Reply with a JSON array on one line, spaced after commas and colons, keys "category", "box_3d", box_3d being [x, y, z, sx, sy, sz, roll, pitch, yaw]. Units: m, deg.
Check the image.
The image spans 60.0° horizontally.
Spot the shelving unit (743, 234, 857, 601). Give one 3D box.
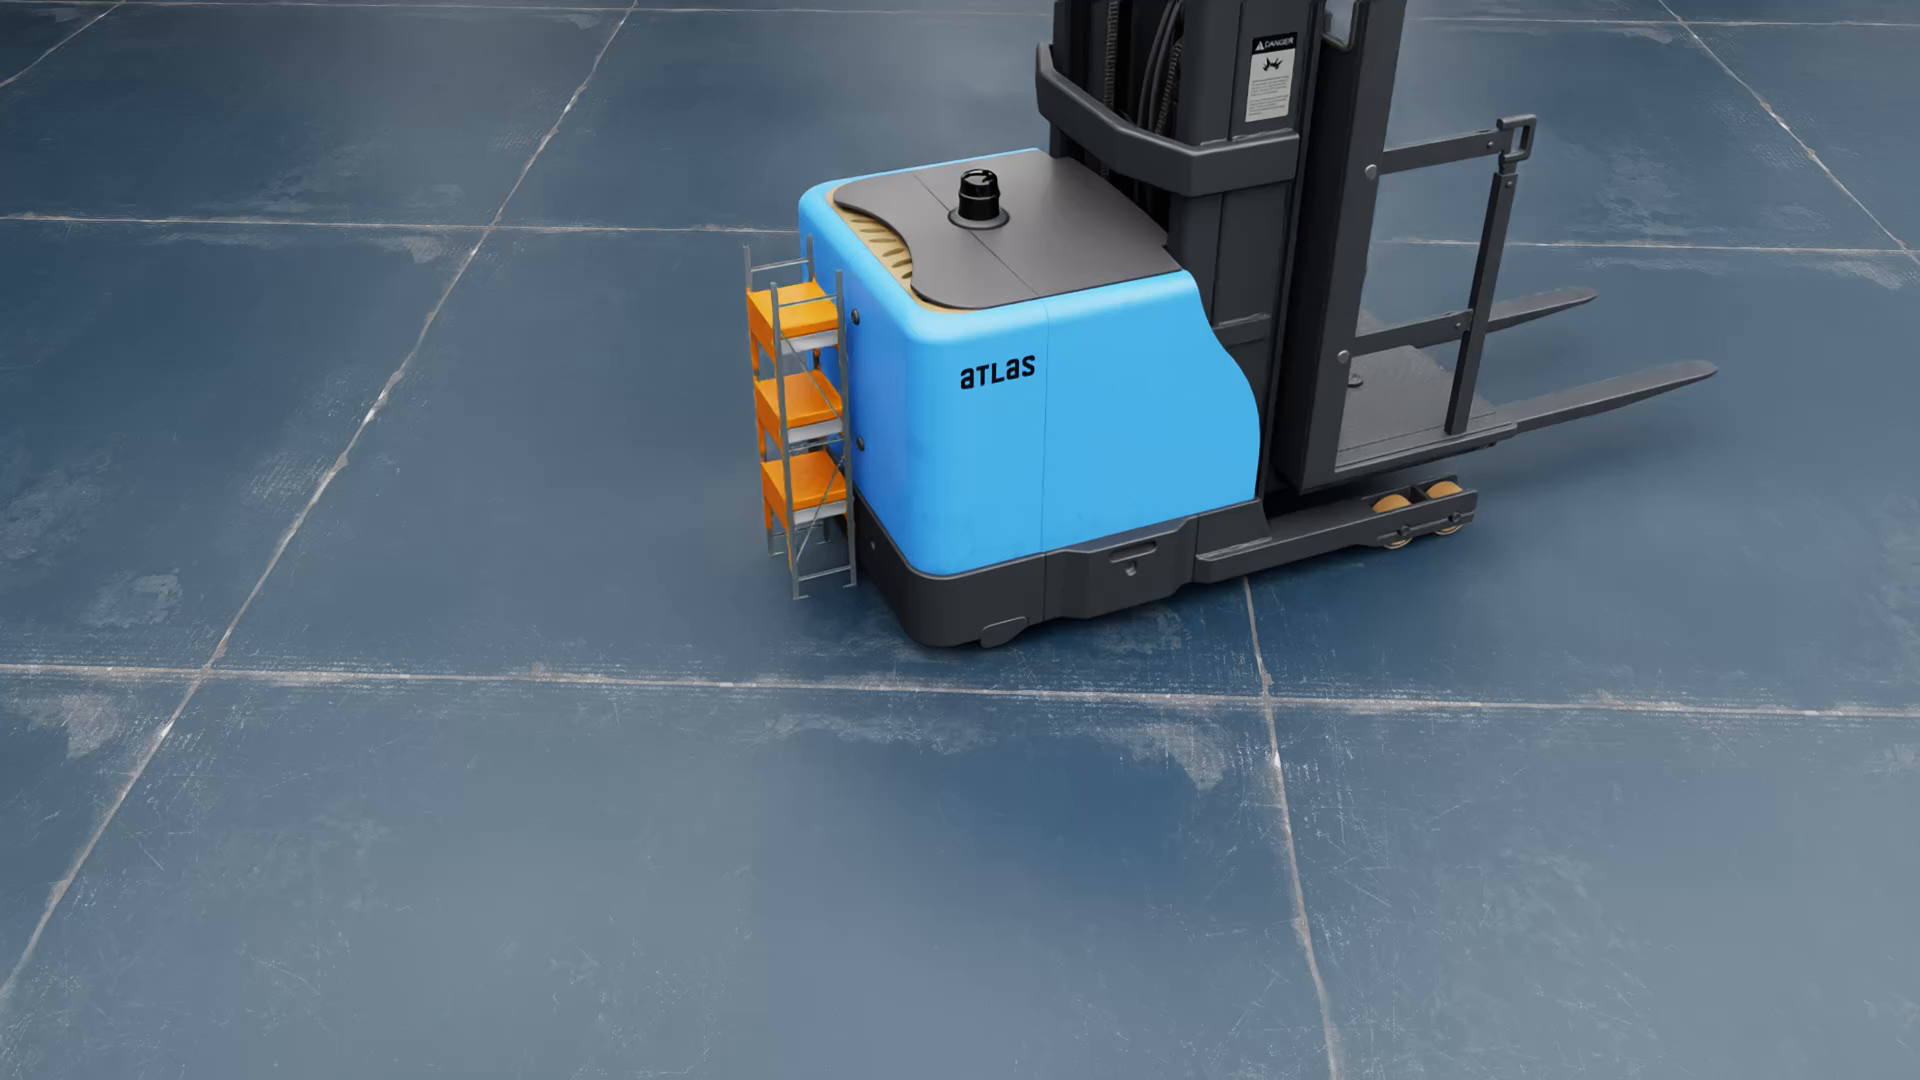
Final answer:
[{"category": "shelving unit", "box_3d": [-0.456, -0.335, 4.814, 0.215, 1.050, 0.252, -14, 37, -19]}]

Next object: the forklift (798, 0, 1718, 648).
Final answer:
[{"category": "forklift", "box_3d": [1.079, -1.438, 4.747, 3.031, 2.935, 1.130, -14, 37, -19]}]

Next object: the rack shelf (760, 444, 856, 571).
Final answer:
[{"category": "rack shelf", "box_3d": [-0.455, -0.099, 4.980, 0.215, 0.259, 0.240, -14, 37, -19]}]

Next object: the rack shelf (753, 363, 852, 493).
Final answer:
[{"category": "rack shelf", "box_3d": [-0.456, -0.327, 4.820, 0.215, 0.259, 0.240, -14, 37, -19]}]

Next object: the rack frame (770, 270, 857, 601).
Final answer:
[{"category": "rack frame", "box_3d": [-0.408, -0.271, 4.722, 0.200, 1.050, 0.008, -14, 37, -19]}]

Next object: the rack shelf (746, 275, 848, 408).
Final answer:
[{"category": "rack shelf", "box_3d": [-0.456, -0.559, 4.656, 0.215, 0.259, 0.240, -14, 37, -19]}]

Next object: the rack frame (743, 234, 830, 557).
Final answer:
[{"category": "rack frame", "box_3d": [-0.504, -0.400, 4.905, 0.200, 1.050, 0.008, -14, 37, -19]}]
